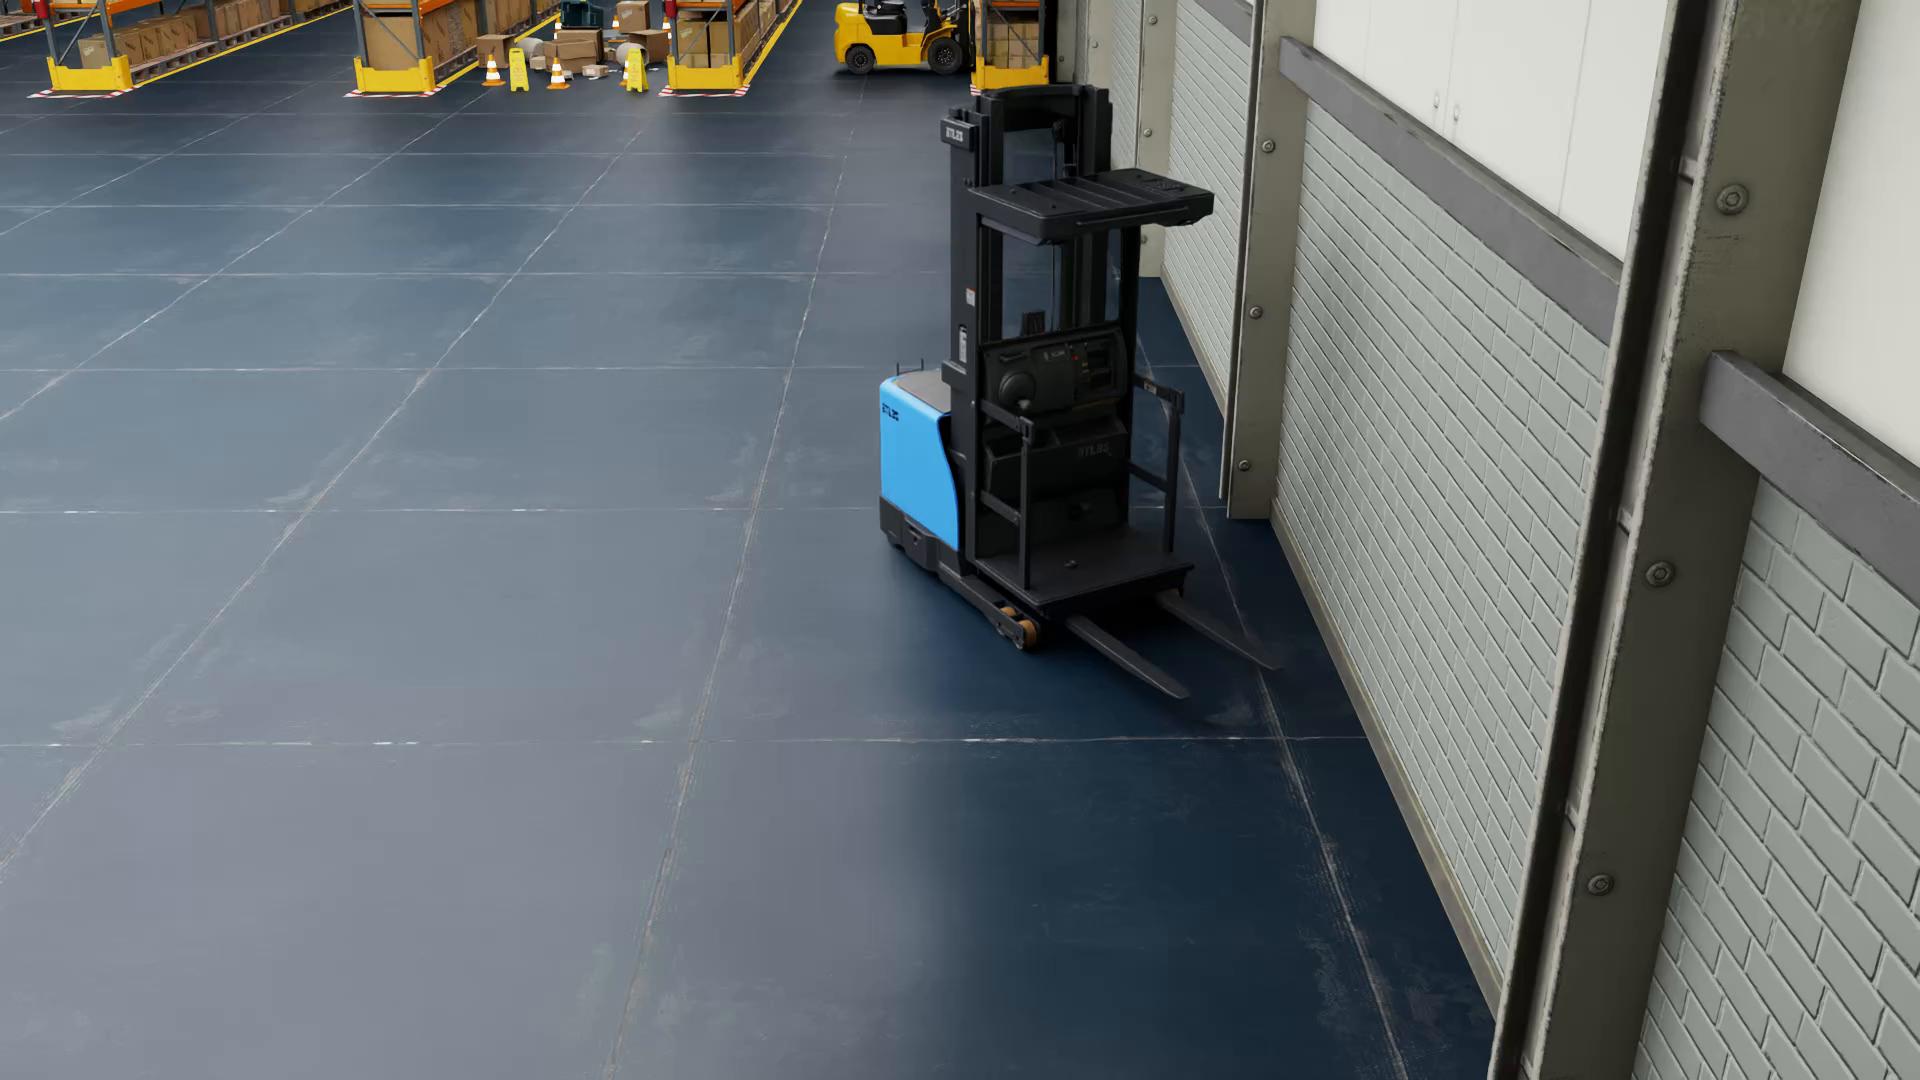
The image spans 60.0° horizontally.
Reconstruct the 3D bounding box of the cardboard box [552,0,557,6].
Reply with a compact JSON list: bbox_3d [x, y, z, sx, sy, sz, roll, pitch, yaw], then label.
[{"bbox_3d":[-8.925,-11.690,35.480,0.500,0.500,0.500,-1,24,-2],"label":"cardboard box"}]

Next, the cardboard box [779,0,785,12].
[{"bbox_3d":[-4.129,-11.498,34.602,0.875,0.875,0.875,0,24,-1],"label":"cardboard box"}]

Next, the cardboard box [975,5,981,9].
[{"bbox_3d":[0.506,-9.143,28.940,0.500,0.250,0.500,1,24,1],"label":"cardboard box"}]

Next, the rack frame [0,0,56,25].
[{"bbox_3d":[-19.067,-11.923,33.472,1.000,3.000,0.127,0,24,-1],"label":"rack frame"}]

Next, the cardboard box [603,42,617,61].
[{"bbox_3d":[-6.298,-8.751,29.776,0.258,0.266,0.396,-19,31,-36],"label":"cardboard box"}]

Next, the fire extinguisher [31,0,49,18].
[{"bbox_3d":[-14.486,-8.564,26.140,0.296,0.674,0.183,0,24,-1],"label":"fire extinguisher"}]

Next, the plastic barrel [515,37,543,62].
[{"bbox_3d":[-7.563,-8.643,29.347,0.512,0.421,0.421,19,30,35],"label":"plastic barrel"}]

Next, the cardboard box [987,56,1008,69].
[{"bbox_3d":[0.525,-7.848,27.289,0.500,0.250,0.500,0,24,0],"label":"cardboard box"}]

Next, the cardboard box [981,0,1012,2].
[{"bbox_3d":[0.578,-8.964,26.809,0.500,0.500,0.500,-1,24,-2],"label":"cardboard box"}]

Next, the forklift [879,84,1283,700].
[{"bbox_3d":[0.655,-0.934,9.258,1.130,2.935,3.031,-13,28,-27],"label":"forklift"}]

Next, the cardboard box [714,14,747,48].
[{"bbox_3d":[-3.860,-8.532,27.893,0.500,0.500,0.500,-1,24,-3],"label":"cardboard box"}]

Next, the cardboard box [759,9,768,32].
[{"bbox_3d":[-4.180,-9.848,31.564,0.950,0.372,0.625,1,24,3],"label":"cardboard box"}]

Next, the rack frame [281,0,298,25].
[{"bbox_3d":[-14.114,-11.945,33.522,1.000,3.000,0.127,0,24,-1],"label":"rack frame"}]

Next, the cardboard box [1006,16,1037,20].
[{"bbox_3d":[1.021,-8.516,27.553,0.500,0.250,0.500,0,24,0],"label":"cardboard box"}]

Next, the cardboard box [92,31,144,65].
[{"bbox_3d":[-14.057,-8.205,27.775,0.500,0.500,0.500,6,25,13],"label":"cardboard box"}]

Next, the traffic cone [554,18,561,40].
[{"bbox_3d":[-7.614,-9.681,31.594,0.336,0.463,0.334,0,24,-1],"label":"traffic cone"}]

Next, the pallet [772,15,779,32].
[{"bbox_3d":[-4.197,-10.397,33.483,1.003,0.211,1.213,0,24,-1],"label":"pallet"}]

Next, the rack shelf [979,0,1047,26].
[{"bbox_3d":[0.824,-9.214,28.355,1.077,0.370,4.000,0,24,-1],"label":"rack shelf"}]

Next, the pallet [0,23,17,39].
[{"bbox_3d":[-19.086,-9.832,32.232,1.003,0.211,1.213,0,24,-1],"label":"pallet"}]

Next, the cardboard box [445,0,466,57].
[{"bbox_3d":[-9.159,-8.870,28.791,0.875,0.875,0.875,0,24,0],"label":"cardboard box"}]

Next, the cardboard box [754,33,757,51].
[{"bbox_3d":[-3.870,-8.818,29.435,0.500,0.250,0.500,-1,24,-2],"label":"cardboard box"}]

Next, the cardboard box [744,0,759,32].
[{"bbox_3d":[-3.886,-9.379,29.765,0.500,0.500,0.500,-1,24,-1],"label":"cardboard box"}]

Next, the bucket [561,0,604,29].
[{"bbox_3d":[-6.803,-9.433,30.095,0.726,0.611,0.620,8,16,18],"label":"bucket"}]

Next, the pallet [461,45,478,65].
[{"bbox_3d":[-9.179,-8.693,29.716,1.003,0.211,1.213,0,24,-1],"label":"pallet"}]

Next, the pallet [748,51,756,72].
[{"bbox_3d":[-4.102,-8.291,28.825,1.003,0.211,1.213,0,24,-1],"label":"pallet"}]

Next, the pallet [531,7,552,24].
[{"bbox_3d":[-9.160,-10.977,34.766,1.003,0.211,1.213,0,24,-1],"label":"pallet"}]

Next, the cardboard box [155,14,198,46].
[{"bbox_3d":[-14.106,-9.184,29.941,0.500,0.500,0.500,-1,24,-2],"label":"cardboard box"}]

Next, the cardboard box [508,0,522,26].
[{"bbox_3d":[-9.223,-10.481,32.504,1.050,0.750,0.750,0,24,0],"label":"cardboard box"}]

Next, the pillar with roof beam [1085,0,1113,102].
[{"bbox_3d":[-2.499,-9.250,20.282,9.100,9.000,0.400,0,24,-1],"label":"pillar with roof beam"}]

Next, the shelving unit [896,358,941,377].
[{"bbox_3d":[-0.263,-0.641,10.894,0.215,1.050,0.252,-13,28,-27],"label":"shelving unit"}]

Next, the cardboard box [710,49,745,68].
[{"bbox_3d":[-3.849,-7.966,27.549,0.500,0.250,0.500,0,24,-1],"label":"cardboard box"}]

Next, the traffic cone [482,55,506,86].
[{"bbox_3d":[-7.652,-7.699,27.211,0.336,0.463,0.334,0,24,-1],"label":"traffic cone"}]

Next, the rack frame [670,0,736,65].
[{"bbox_3d":[-4.117,-8.693,26.331,1.000,3.000,0.127,0,24,-1],"label":"rack frame"}]

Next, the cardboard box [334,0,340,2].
[{"bbox_3d":[-14.120,-12.185,36.120,1.225,0.875,0.875,-1,24,-2],"label":"cardboard box"}]

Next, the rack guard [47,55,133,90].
[{"bbox_3d":[-14.027,-7.541,26.817,1.175,0.500,0.348,0,24,-1],"label":"rack guard"}]

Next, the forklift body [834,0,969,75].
[{"bbox_3d":[-0.999,-9.104,28.269,2.313,2.155,1.214,0,24,-1],"label":"forklift body"}]

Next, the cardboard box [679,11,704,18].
[{"bbox_3d":[-4.458,-8.749,27.584,0.380,0.149,0.250,0,24,1],"label":"cardboard box"}]

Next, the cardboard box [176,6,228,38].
[{"bbox_3d":[-14.055,-9.612,30.861,0.700,0.500,0.500,-2,24,-5],"label":"cardboard box"}]

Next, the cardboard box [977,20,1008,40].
[{"bbox_3d":[0.529,-8.300,27.075,0.500,0.250,0.500,1,24,1],"label":"cardboard box"}]

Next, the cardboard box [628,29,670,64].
[{"bbox_3d":[-5.510,-8.756,29.501,0.500,0.500,0.500,19,30,35],"label":"cardboard box"}]

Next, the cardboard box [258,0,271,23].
[{"bbox_3d":[-14.068,-10.502,32.831,0.700,0.500,0.500,-2,24,-5],"label":"cardboard box"}]

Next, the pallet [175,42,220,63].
[{"bbox_3d":[-14.028,-8.750,29.840,1.003,0.211,1.213,0,24,-1],"label":"pallet"}]

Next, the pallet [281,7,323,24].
[{"bbox_3d":[-14.047,-11.000,34.815,1.003,0.211,1.213,0,24,-1],"label":"pallet"}]
